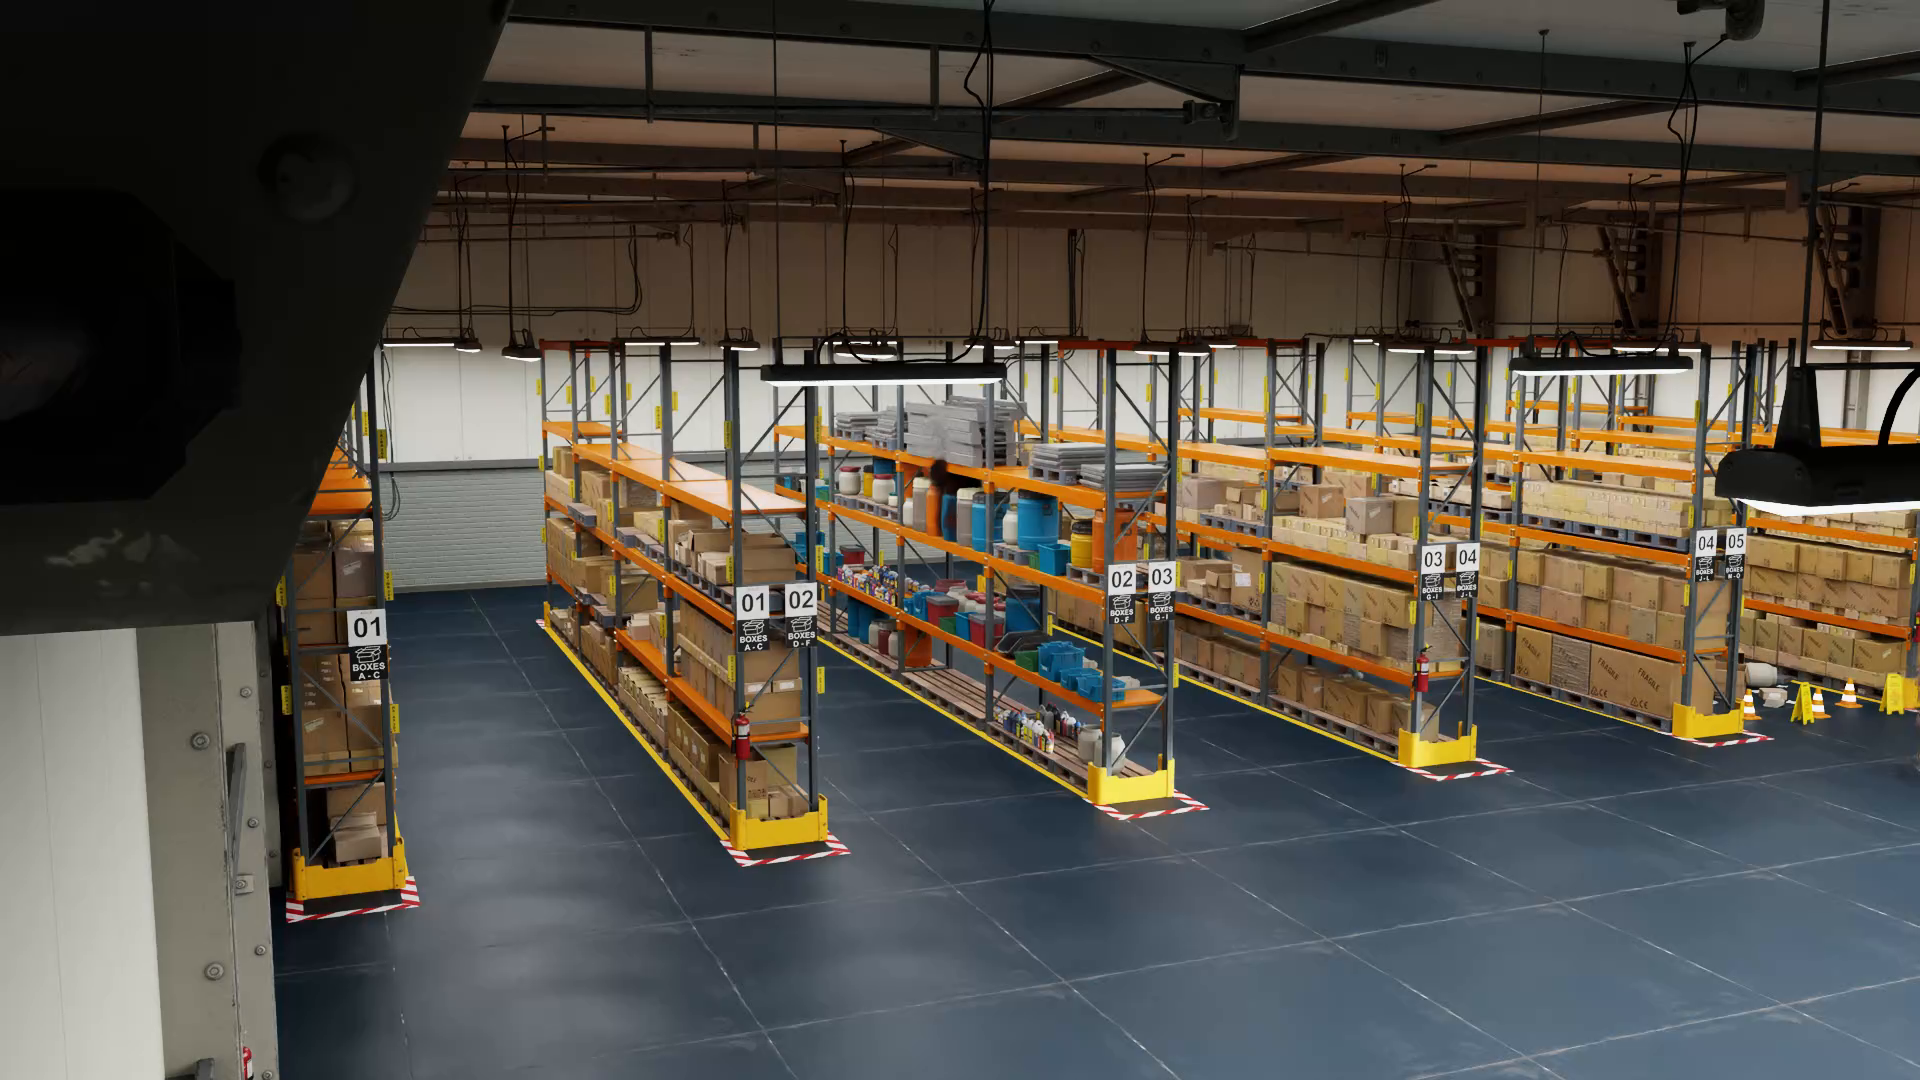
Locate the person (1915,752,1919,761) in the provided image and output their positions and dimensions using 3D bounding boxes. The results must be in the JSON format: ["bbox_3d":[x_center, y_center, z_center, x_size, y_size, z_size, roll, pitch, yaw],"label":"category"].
[{"bbox_3d":[13.821,2.454,23.198,0.736,1.744,0.741,6,9,38],"label":"person"}]

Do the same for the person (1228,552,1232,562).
[{"bbox_3d":[6.995,0.147,41.365,0.792,1.674,0.543,2,8,14],"label":"person"}]

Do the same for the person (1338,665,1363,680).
[{"bbox_3d":[7.069,1.678,29.404,0.610,1.618,0.790,-4,9,-29],"label":"person"}]

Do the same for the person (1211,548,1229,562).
[{"bbox_3d":[6.587,-0.029,42.114,0.856,1.832,0.652,-5,9,-34],"label":"person"}]
